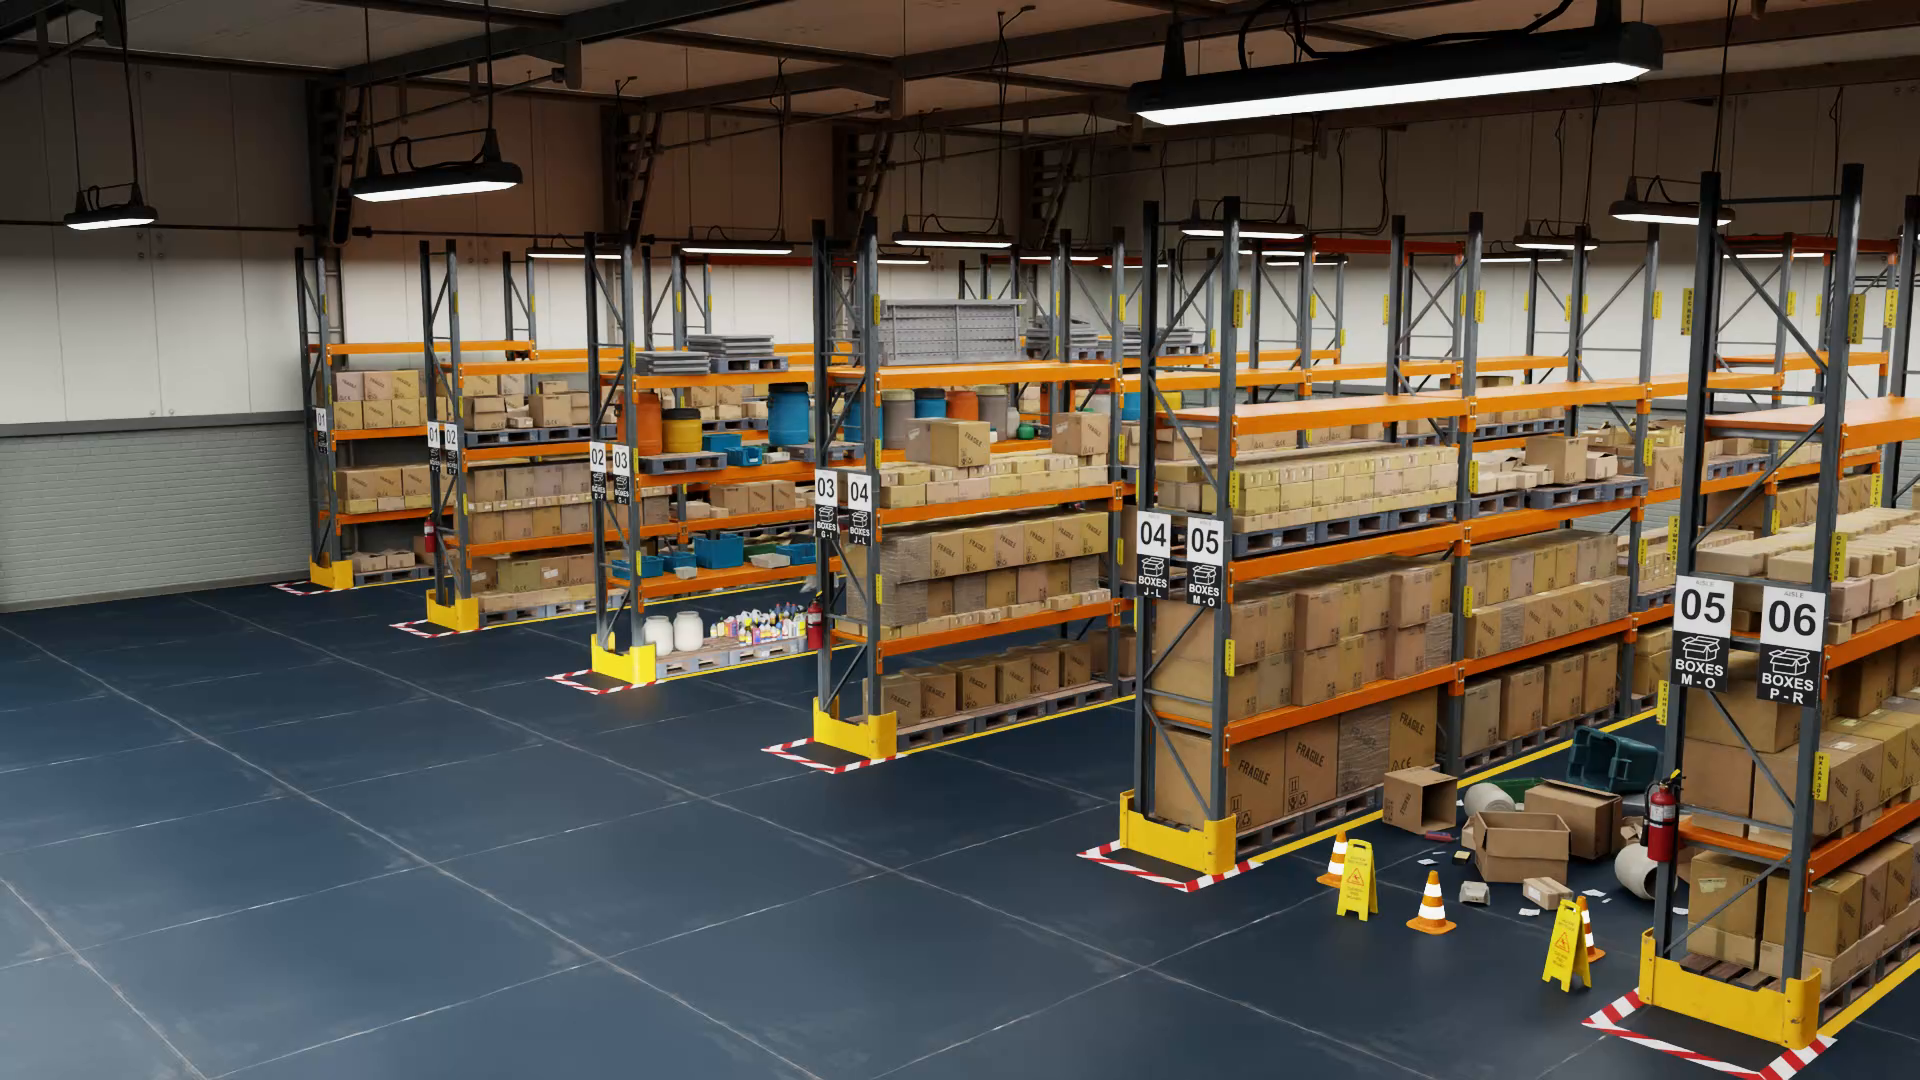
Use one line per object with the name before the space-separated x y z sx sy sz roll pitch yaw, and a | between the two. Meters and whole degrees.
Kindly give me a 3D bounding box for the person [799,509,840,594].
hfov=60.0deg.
person | -2.472 0.033 29.184 0.619 1.794 0.798 6 10 34
